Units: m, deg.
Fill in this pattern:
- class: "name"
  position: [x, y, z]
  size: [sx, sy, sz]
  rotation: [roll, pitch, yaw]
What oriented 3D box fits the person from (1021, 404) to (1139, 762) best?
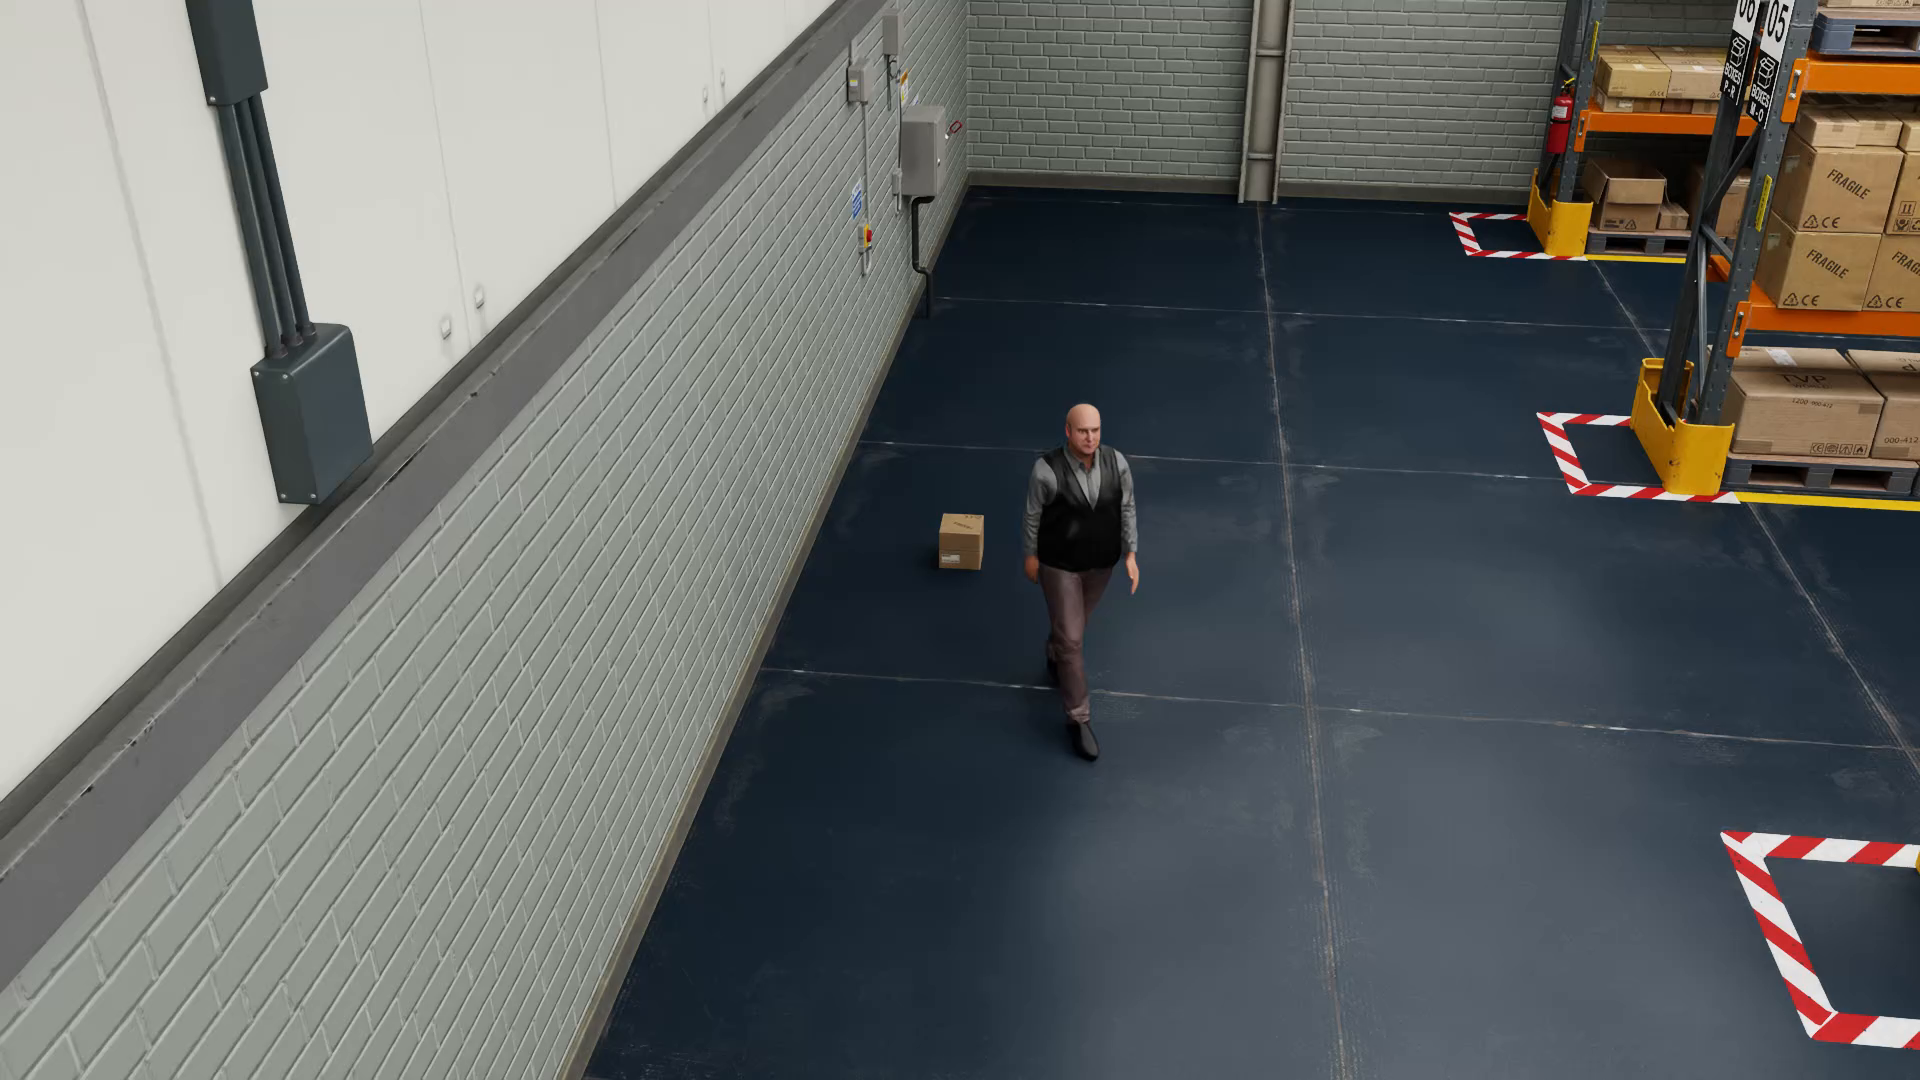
- class: "person"
  position: [0.635, 0.140, 8.374]
  size: [0.555, 1.710, 0.899]
  rotation: [-11, 30, -19]
